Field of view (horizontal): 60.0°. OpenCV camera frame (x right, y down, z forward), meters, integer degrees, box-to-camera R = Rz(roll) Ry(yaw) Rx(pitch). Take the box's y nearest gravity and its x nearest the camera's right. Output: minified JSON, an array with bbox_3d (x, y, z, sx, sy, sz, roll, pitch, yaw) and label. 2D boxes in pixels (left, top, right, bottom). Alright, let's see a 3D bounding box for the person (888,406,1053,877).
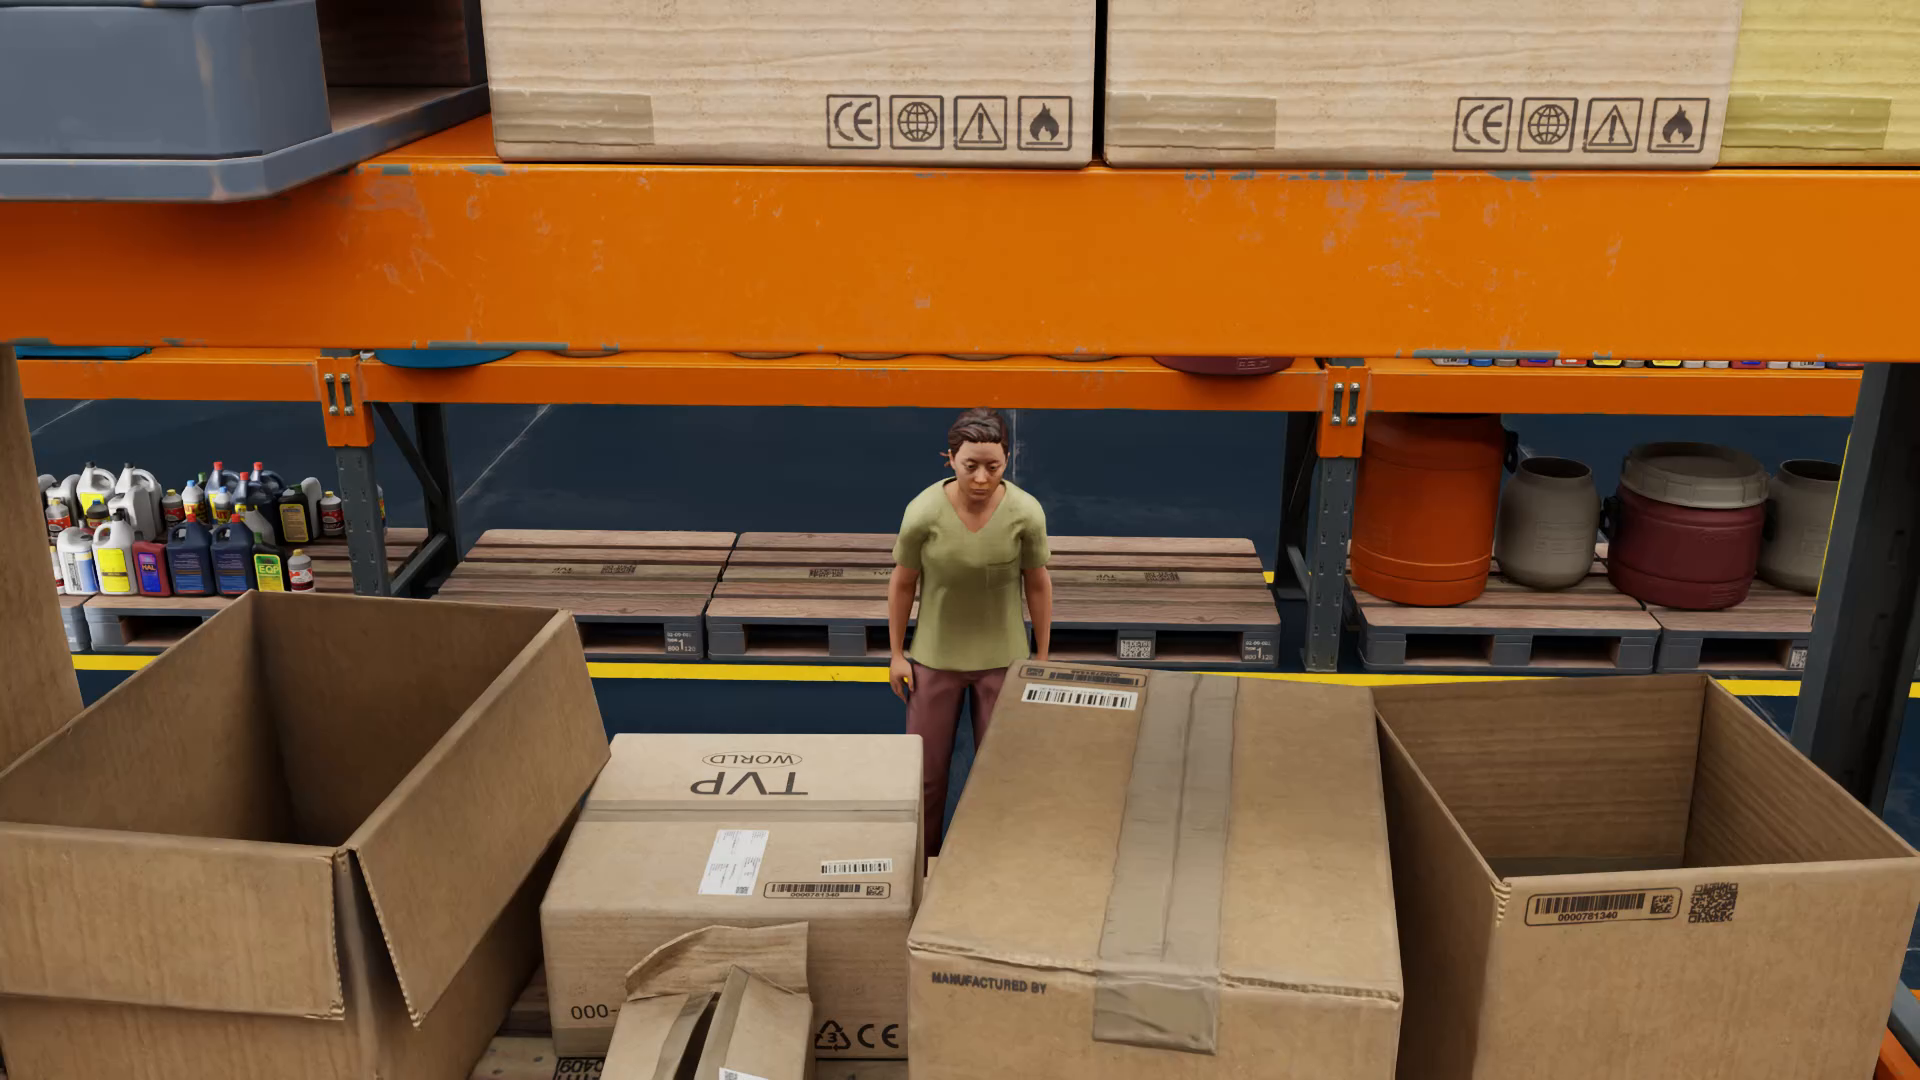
[{"bbox_3d":[0.028,0.399,5.037,0.514,1.671,0.416,-1,21,-1],"label":"person"}]
